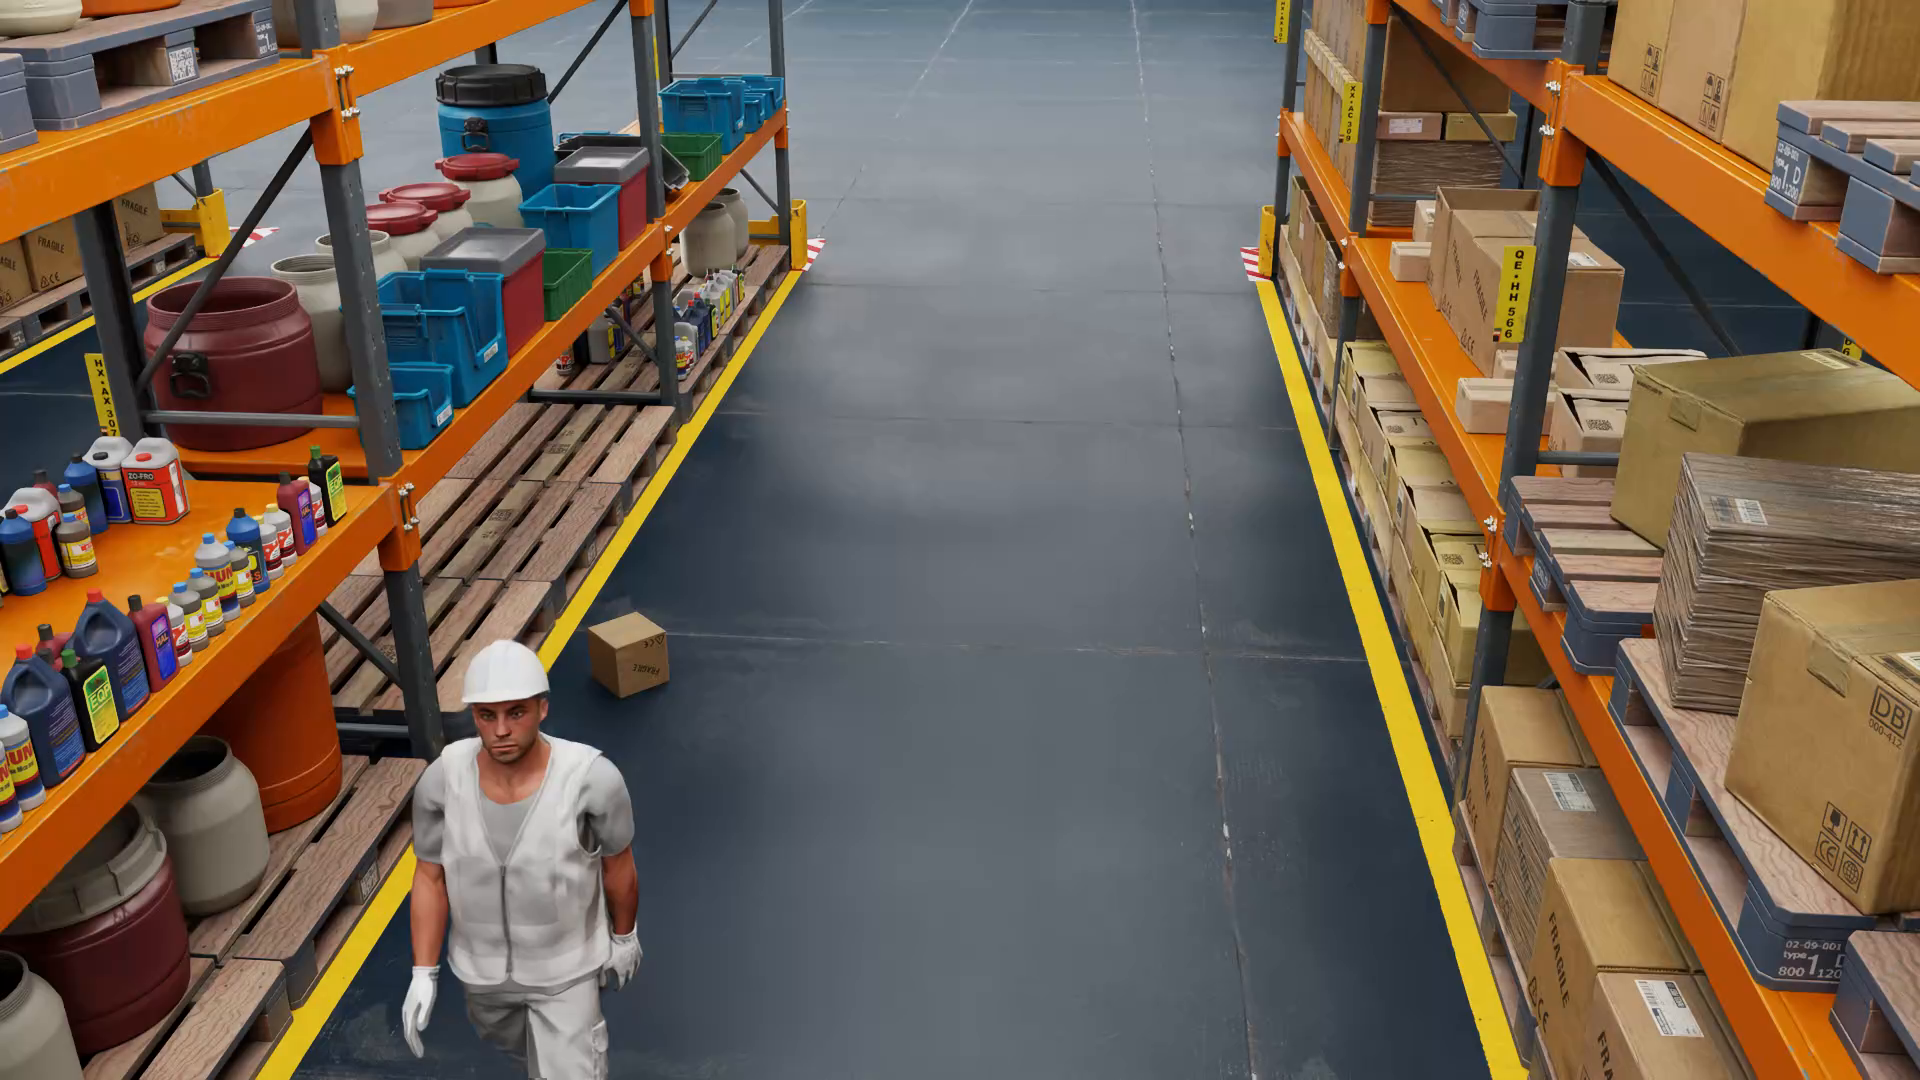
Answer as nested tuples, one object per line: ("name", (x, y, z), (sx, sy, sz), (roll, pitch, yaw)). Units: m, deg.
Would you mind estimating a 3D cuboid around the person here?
("person", (-1.097, 1.078, 4.194), (0.533, 1.747, 1.028), (2, 24, 4))
